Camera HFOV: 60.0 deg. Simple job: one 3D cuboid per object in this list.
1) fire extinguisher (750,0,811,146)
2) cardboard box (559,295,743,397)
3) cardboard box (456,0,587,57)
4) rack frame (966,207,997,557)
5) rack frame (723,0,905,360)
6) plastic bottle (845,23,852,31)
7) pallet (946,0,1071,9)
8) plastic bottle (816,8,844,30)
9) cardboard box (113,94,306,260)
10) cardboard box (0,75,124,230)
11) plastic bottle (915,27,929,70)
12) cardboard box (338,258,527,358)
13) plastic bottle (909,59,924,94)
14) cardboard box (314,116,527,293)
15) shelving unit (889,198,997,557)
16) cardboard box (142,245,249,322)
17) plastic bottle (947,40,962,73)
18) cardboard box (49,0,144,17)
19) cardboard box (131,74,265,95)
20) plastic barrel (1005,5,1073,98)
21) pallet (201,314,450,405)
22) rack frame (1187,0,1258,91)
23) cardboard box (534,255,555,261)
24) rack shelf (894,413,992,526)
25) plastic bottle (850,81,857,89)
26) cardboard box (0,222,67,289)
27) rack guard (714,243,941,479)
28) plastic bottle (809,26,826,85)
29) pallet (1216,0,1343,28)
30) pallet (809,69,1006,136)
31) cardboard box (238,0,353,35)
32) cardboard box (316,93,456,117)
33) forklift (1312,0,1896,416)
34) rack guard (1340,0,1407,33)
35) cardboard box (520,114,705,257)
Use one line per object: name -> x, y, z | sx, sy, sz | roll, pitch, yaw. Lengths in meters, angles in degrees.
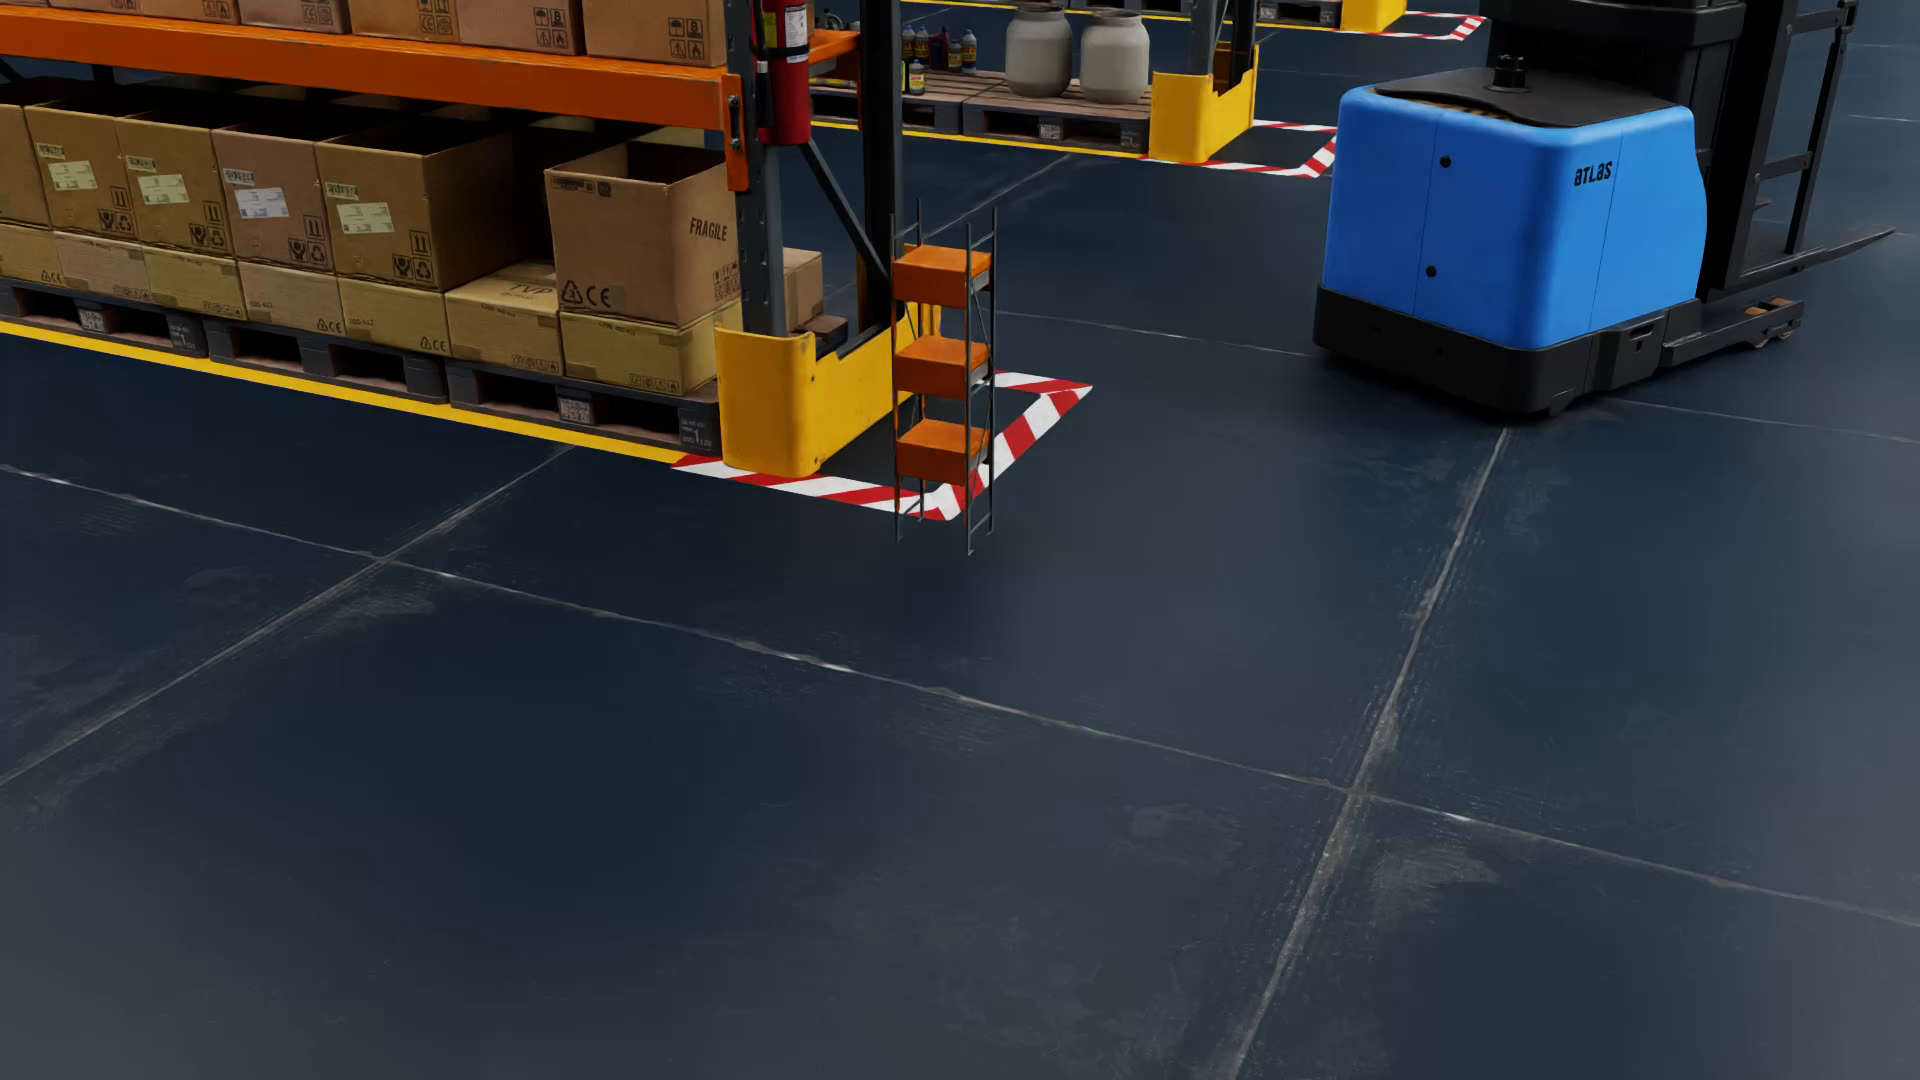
fire extinguisher -> -0.558, -1.573, 5.136 | 0.183, 0.674, 0.296 | 11, 28, 22
cardboard box -> -1.083, -0.750, 6.015 | 0.500, 0.250, 0.500 | 11, 28, 22
cardboard box -> -1.373, -2.045, 5.895 | 0.500, 0.500, 0.700 | 12, 29, 23
rack frame -> 0.062, -0.458, 4.993 | 0.008, 1.050, 0.200 | 11, 28, 22
rack frame -> -0.473, -1.816, 5.542 | 0.127, 3.000, 1.000 | 11, 28, 22
plastic bottle -> -0.783, -3.347, 11.229 | 0.133, 0.283, 0.061 | 11, 28, 22
pallet -> 0.616, -5.170, 15.512 | 1.213, 0.211, 1.003 | 11, 28, 22
plastic bottle -> -0.886, -3.451, 11.365 | 0.185, 0.351, 0.144 | 11, 28, 21
cardboard box -> -2.911, -1.445, 6.577 | 0.500, 0.500, 0.500 | 11, 28, 22
cardboard box -> -3.822, -1.628, 6.949 | 0.500, 0.500, 0.500 | 11, 28, 22
plastic bottle -> -0.253, -3.300, 11.147 | 0.097, 0.271, 0.097 | 0, 26, 0
cardboard box -> -1.999, -0.927, 6.375 | 0.500, 0.250, 0.500 | 11, 28, 22
plastic bottle -> -0.272, -2.908, 10.431 | 0.097, 0.201, 0.097 | 0, 26, 0
cardboard box -> -2.001, -1.262, 6.207 | 0.500, 0.500, 0.500 | 11, 28, 22
shelving unit -> -0.049, -0.481, 5.038 | 0.252, 1.050, 0.215 | 11, 28, 22
cardboard box -> -2.911, -1.108, 6.743 | 0.500, 0.250, 0.500 | 11, 28, 22
plastic bottle -> -0.035, -3.224, 11.073 | 0.097, 0.201, 0.097 | 0, 26, 0
cardboard box -> -3.225, -2.420, 6.655 | 0.500, 0.500, 0.700 | 11, 28, 21
cardboard box -> -3.151, -1.745, 7.188 | 0.500, 0.500, 0.500 | 11, 28, 22
plastic barrel -> 0.494, -3.060, 10.411 | 0.421, 0.512, 0.421 | 0, 26, 0
pallet -> -2.293, -0.911, 6.862 | 1.213, 0.211, 1.003 | 11, 28, 22
rack frame -> 1.581, -3.807, 9.586 | 0.127, 3.000, 1.000 | 11, 28, 22
cardboard box -> -1.326, -1.048, 6.620 | 0.500, 0.250, 0.500 | 11, 28, 22
rack shelf -> -0.049, -0.222, 5.165 | 0.240, 0.259, 0.215 | 11, 28, 22
plastic bottle -> -0.617, -3.024, 10.582 | 0.135, 0.276, 0.152 | 11, 28, 20
cardboard box -> -3.818, -1.295, 7.122 | 0.500, 0.250, 0.500 | 11, 28, 22
rack guard -> -0.451, -0.690, 6.085 | 0.348, 0.500, 1.175 | 11, 28, 22
plastic bottle -> -0.939, -3.120, 10.693 | 0.185, 0.351, 0.144 | 11, 28, 21
pallet -> 2.837, -4.724, 14.606 | 1.213, 0.211, 1.003 | 11, 28, 22
pallet -> -0.352, -2.925, 10.952 | 1.213, 0.211, 1.003 | 11, 28, 22
cardboard box -> -2.303, -2.233, 6.277 | 0.500, 0.500, 0.700 | 12, 29, 23
cardboard box -> -2.233, -1.570, 6.831 | 0.500, 0.500, 0.500 | 11, 28, 22
forklift -> 2.908, -2.275, 6.552 | 3.031, 2.935, 1.130 | -18, 32, -32
rack guard -> 3.562, -4.691, 14.211 | 0.348, 0.500, 1.175 | 11, 28, 22
cardboard box -> -1.325, -1.385, 6.456 | 0.500, 0.500, 0.500 | 11, 28, 22
